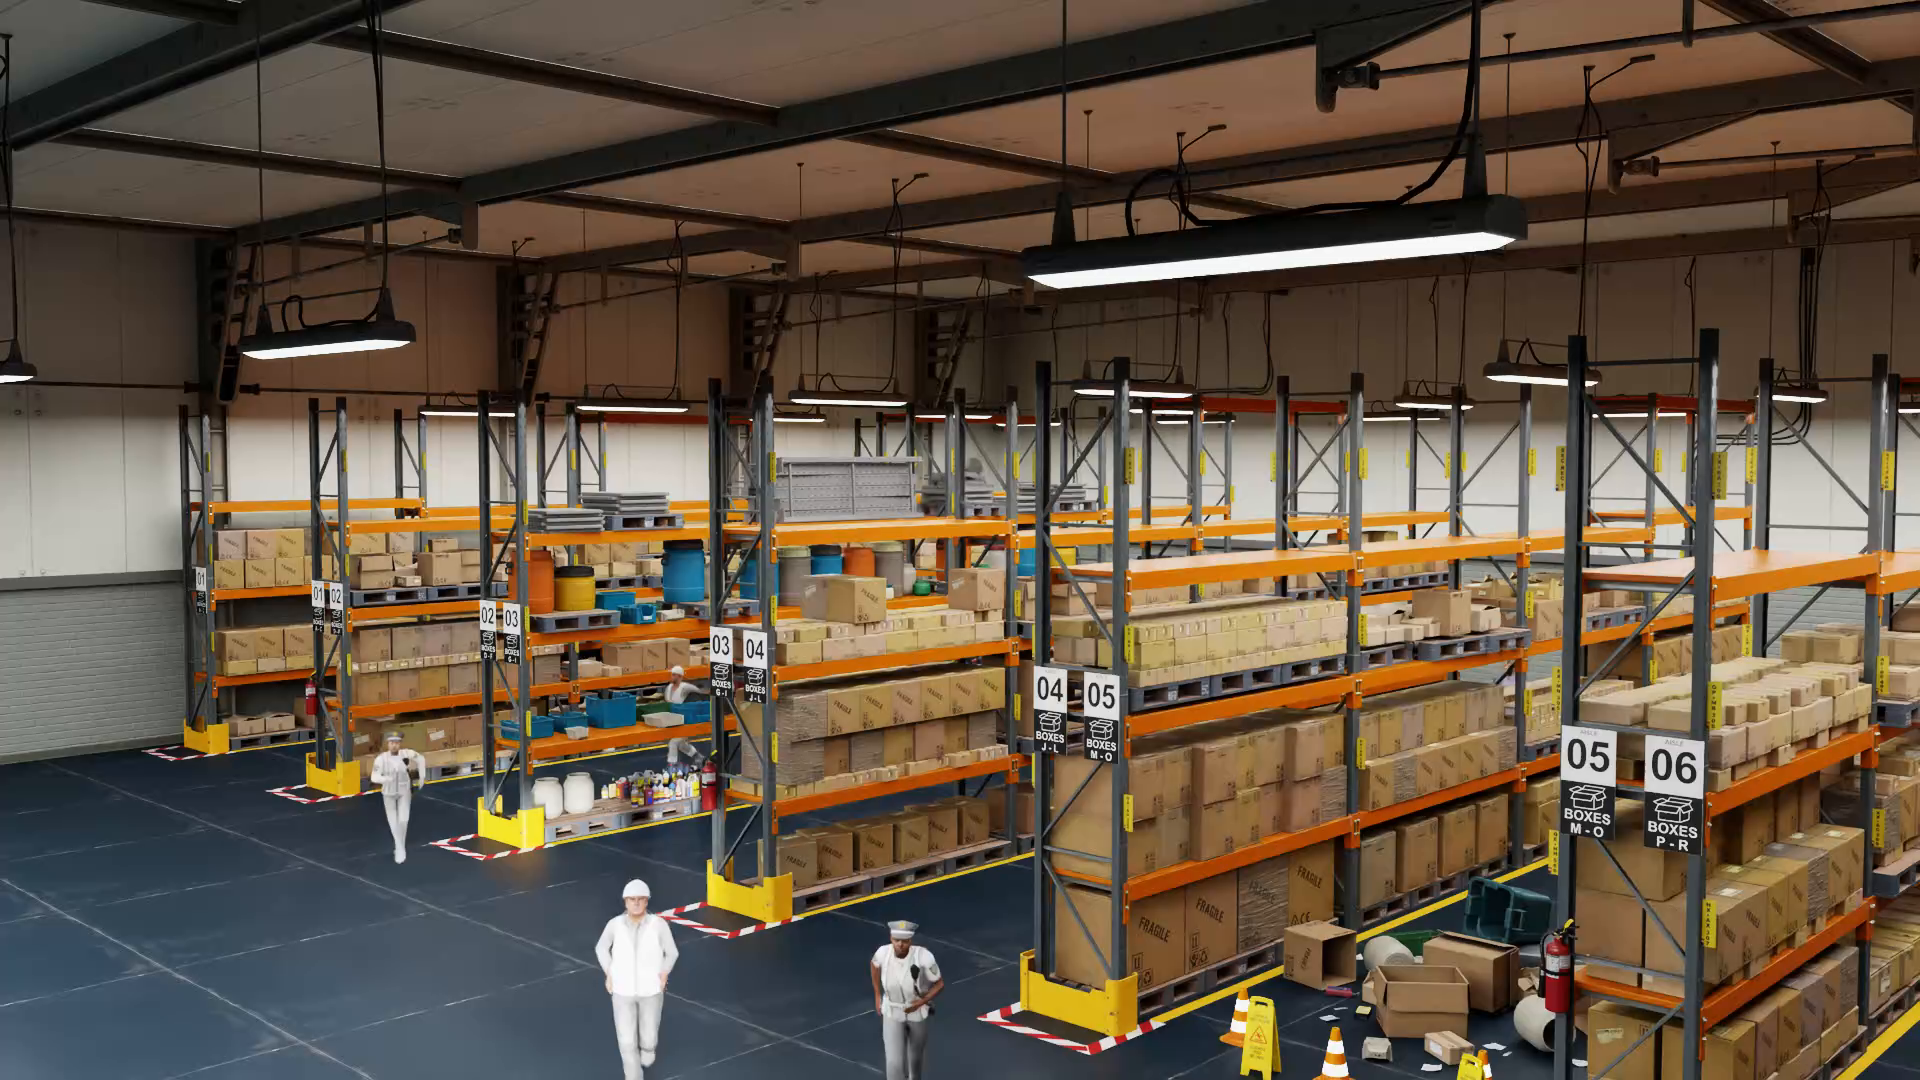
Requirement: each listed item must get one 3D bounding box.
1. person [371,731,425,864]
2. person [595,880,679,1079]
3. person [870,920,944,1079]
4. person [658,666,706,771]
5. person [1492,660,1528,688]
[{"bbox_3d":[-7.072,3.215,20.951,0.642,1.674,0.785,-1,3,-17],"label":"person"},{"bbox_3d":[-2.593,3.598,13.351,0.662,1.760,0.805,0,3,-9],"label":"person"},{"bbox_3d":[-0.404,3.669,12.753,0.580,1.690,1.054,0,3,2],"label":"person"},{"bbox_3d":[-4.390,2.904,26.244,0.670,1.848,0.913,3,4,43],"label":"person"},{"bbox_3d":[9.515,2.873,28.700,0.696,1.609,0.607,2,3,30],"label":"person"}]
